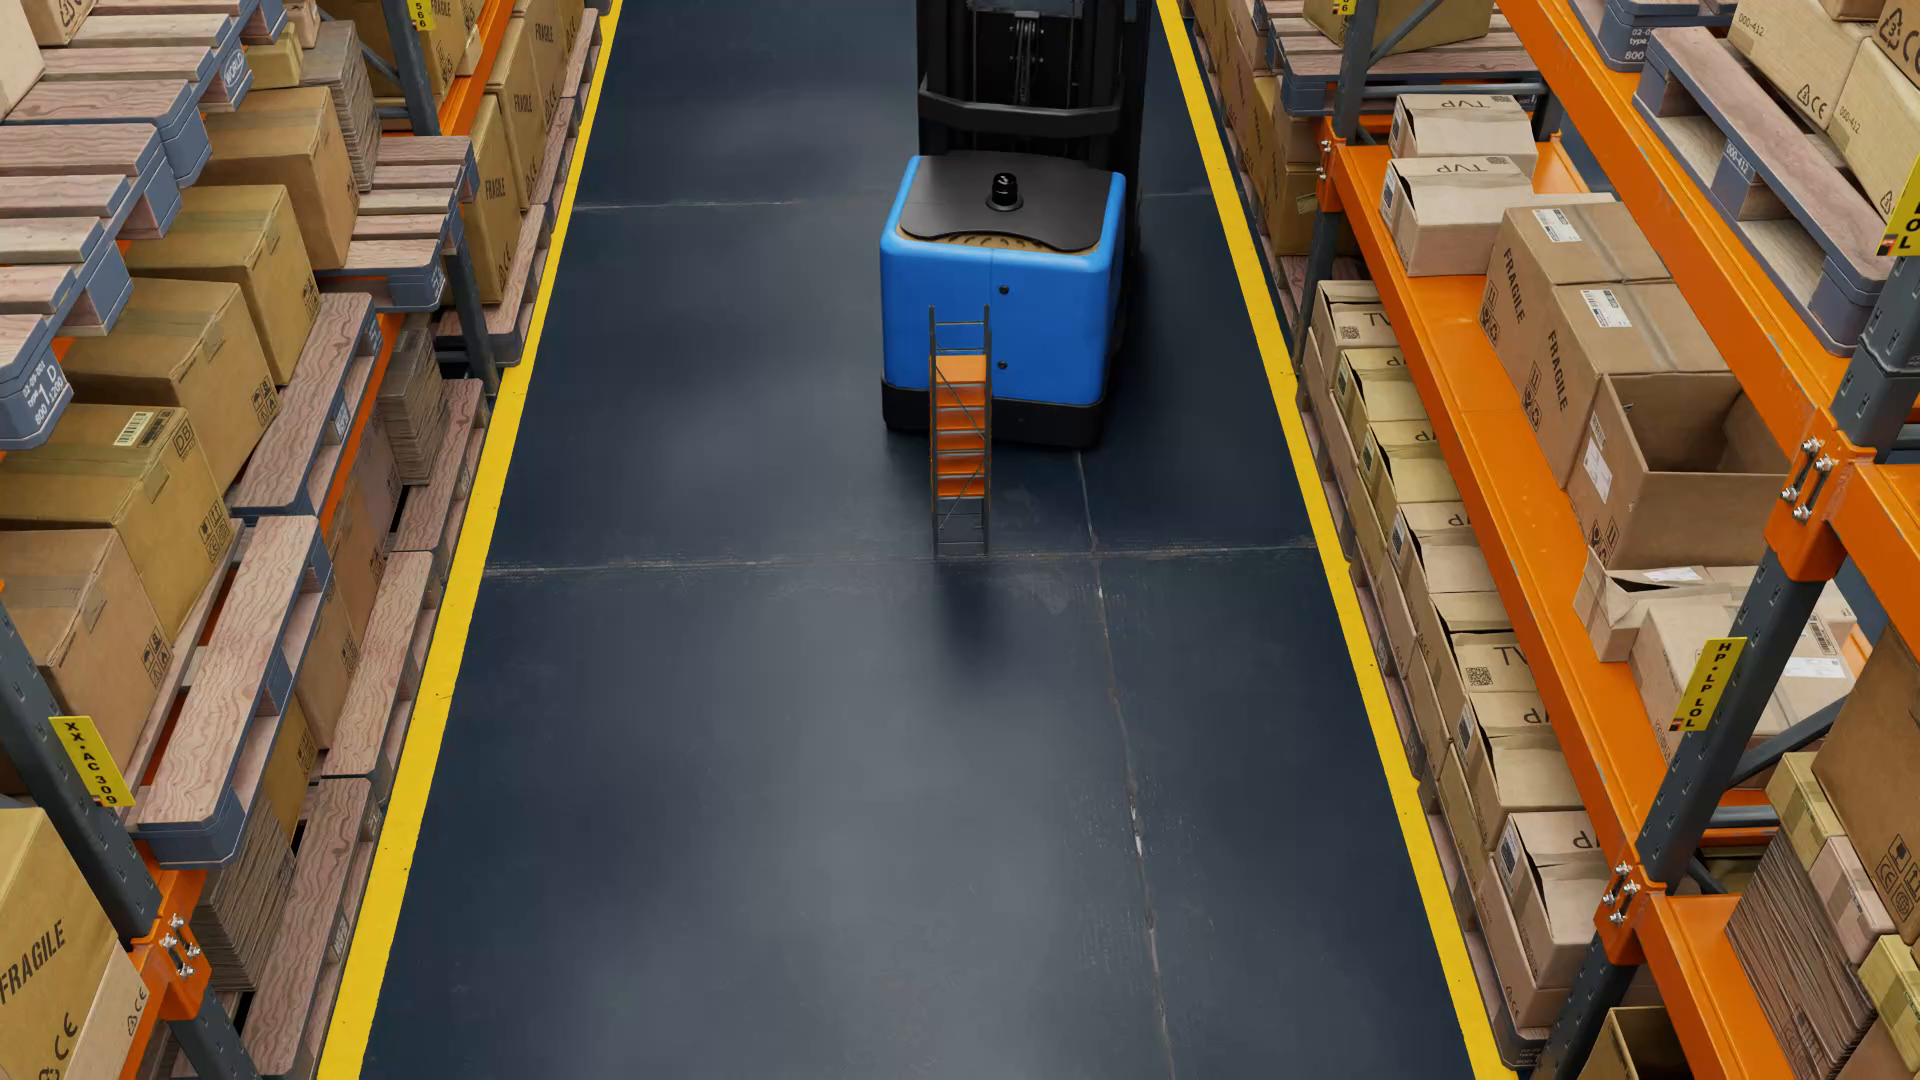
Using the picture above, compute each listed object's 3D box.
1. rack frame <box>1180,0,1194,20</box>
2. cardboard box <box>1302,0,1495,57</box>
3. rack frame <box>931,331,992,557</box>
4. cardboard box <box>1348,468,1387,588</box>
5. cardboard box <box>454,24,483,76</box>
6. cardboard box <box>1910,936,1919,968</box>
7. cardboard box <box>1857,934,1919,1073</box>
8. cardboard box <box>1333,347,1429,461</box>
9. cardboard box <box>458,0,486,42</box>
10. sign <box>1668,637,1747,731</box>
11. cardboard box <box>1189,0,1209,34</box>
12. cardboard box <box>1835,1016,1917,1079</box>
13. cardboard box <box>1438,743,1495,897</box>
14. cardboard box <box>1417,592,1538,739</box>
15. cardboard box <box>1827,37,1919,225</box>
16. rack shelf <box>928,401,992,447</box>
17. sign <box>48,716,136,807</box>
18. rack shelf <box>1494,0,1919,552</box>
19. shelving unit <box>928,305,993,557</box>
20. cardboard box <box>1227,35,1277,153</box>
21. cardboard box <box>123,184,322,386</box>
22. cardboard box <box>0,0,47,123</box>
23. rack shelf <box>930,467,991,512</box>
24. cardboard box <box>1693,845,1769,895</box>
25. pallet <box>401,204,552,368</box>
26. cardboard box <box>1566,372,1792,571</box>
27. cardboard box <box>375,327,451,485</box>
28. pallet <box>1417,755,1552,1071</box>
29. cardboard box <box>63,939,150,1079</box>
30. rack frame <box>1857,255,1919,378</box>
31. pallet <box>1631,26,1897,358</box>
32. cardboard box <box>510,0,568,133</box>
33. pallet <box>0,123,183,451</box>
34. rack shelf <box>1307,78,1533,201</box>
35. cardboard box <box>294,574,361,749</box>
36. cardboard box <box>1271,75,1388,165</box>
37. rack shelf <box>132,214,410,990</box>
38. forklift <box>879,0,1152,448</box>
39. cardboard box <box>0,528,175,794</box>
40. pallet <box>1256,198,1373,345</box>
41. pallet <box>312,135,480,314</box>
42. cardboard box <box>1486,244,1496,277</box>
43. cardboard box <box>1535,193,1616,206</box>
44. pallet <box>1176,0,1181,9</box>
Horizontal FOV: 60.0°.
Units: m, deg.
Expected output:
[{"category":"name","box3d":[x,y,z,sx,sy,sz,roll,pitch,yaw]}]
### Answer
[{"category":"rack frame","box3d":[2.000,-4.675,10.280,1.000,3.000,0.127,-2,43,-2]},{"category":"cardboard box","box3d":[2.031,-2.588,7.619,0.700,0.500,0.500,-15,45,-16]},{"category":"rack frame","box3d":[0.004,-0.371,6.916,0.240,1.200,0.006,-2,43,-2]},{"category":"cardboard box","box3d":[1.949,-0.064,6.974,0.500,0.250,0.500,-3,43,-3]},{"category":"cardboard box","box3d":[-2.490,-2.326,7.889,0.380,0.149,0.250,0,43,0]},{"category":"cardboard box","box3d":[2.388,0.851,3.217,0.700,0.500,0.500,-2,43,-2]},{"category":"cardboard box","box3d":[2.182,0.980,3.556,0.380,0.149,0.250,-3,43,-3]},{"category":"cardboard box","box3d":[1.930,-0.606,7.150,0.500,0.311,0.500,-3,43,-3]},{"category":"cardboard box","box3d":[-2.557,-2.673,7.787,0.500,0.500,0.500,0,43,0]},{"category":"sign","box3d":[1.798,0.350,4.000,0.100,0.325,0.005,-2,43,-2]},{"category":"cardboard box","box3d":[1.778,-3.582,10.612,0.500,0.500,0.500,-3,43,-4]},{"category":"cardboard box","box3d":[2.394,1.344,3.640,0.700,0.500,0.500,-2,43,-2]},{"category":"cardboard box","box3d":[2.013,0.971,5.844,0.500,0.250,0.500,-2,43,-2]},{"category":"cardboard box","box3d":[1.989,0.424,6.026,0.500,0.311,0.500,-2,43,-2]},{"category":"cardboard box","box3d":[2.324,-0.896,3.738,0.500,0.250,0.500,2,43,3]},{"category":"rack shelf","box3d":[0.001,-0.488,6.933,0.258,0.103,0.180,-2,43,-2]},{"category":"sign","box3d":[-2.067,0.530,3.961,0.100,0.325,0.005,-2,43,-2]},{"category":"rack shelf","box3d":[2.255,-1.465,5.091,1.077,0.370,4.000,-2,43,-2]},{"category":"shelving unit","box3d":[0.001,-0.433,6.984,0.258,1.200,0.189,-2,43,-2]},{"category":"cardboard box","box3d":[1.846,-2.544,9.479,0.500,0.500,0.500,-3,43,-3]},{"category":"cardboard box","box3d":[-2.674,-0.872,5.731,0.700,0.500,0.500,-2,43,-2]},{"category":"cardboard box","box3d":[-2.578,-1.145,3.964,0.500,0.311,0.500,0,43,0]},{"category":"rack shelf","box3d":[0.001,-0.223,7.176,0.258,0.103,0.180,-2,43,-2]},{"category":"cardboard box","box3d":[2.572,1.091,5.298,0.500,0.311,0.500,-2,43,-2]},{"category":"pallet","box3d":[-2.737,-1.337,8.702,1.003,0.211,1.213,-2,43,-2]},{"category":"cardboard box","box3d":[2.302,-0.186,5.309,0.500,0.500,0.500,1,43,1]},{"category":"cardboard box","box3d":[-2.696,-0.586,7.344,0.700,0.500,0.500,-1,43,-1]},{"category":"pallet","box3d":[2.270,1.257,5.872,1.003,0.211,1.213,-2,43,-2]},{"category":"cardboard box","box3d":[-2.286,1.229,3.935,0.500,0.250,0.500,-2,43,-2]},{"category":"rack frame","box3d":[2.340,-1.486,2.361,1.000,3.000,0.127,-2,43,-2]},{"category":"pallet","box3d":[2.290,-0.905,4.089,0.805,0.209,1.217,-3,43,-4]},{"category":"cardboard box","box3d":[-2.750,-2.858,9.578,0.750,0.750,0.750,0,43,0]},{"category":"pallet","box3d":[-2.529,-0.586,3.738,1.213,0.211,1.003,-2,43,-2]},{"category":"rack shelf","box3d":[2.085,-3.060,9.050,1.077,0.370,4.000,-2,43,-2]},{"category":"cardboard box","box3d":[-2.710,0.440,6.224,0.700,0.500,0.500,-1,43,-1]},{"category":"cardboard box","box3d":[1.889,-2.155,8.500,0.500,0.250,0.500,0,43,0]},{"category":"rack shelf","box3d":[-2.694,-0.215,5.947,1.077,0.370,4.000,-2,43,-2]},{"category":"forklift","box3d":[0.380,-2.514,7.973,1.130,2.935,3.031,6,43,7]},{"category":"cardboard box","box3d":[-2.596,0.327,4.424,0.700,0.500,0.500,-2,43,-2]},{"category":"pallet","box3d":[2.176,-1.452,8.828,1.003,0.211,1.213,-2,43,-2]},{"category":"pallet","box3d":[-2.642,-1.281,6.720,1.213,0.211,1.003,-2,43,-2]},{"category":"cardboard box","box3d":[2.281,-1.023,6.482,0.380,0.149,0.250,1,43,1]},{"category":"cardboard box","box3d":[2.485,-1.283,6.765,0.380,0.149,0.250,-2,43,-2]},{"category":"pallet","box3d":[1.972,-4.111,11.728,1.003,0.211,1.213,-2,43,-2]}]
